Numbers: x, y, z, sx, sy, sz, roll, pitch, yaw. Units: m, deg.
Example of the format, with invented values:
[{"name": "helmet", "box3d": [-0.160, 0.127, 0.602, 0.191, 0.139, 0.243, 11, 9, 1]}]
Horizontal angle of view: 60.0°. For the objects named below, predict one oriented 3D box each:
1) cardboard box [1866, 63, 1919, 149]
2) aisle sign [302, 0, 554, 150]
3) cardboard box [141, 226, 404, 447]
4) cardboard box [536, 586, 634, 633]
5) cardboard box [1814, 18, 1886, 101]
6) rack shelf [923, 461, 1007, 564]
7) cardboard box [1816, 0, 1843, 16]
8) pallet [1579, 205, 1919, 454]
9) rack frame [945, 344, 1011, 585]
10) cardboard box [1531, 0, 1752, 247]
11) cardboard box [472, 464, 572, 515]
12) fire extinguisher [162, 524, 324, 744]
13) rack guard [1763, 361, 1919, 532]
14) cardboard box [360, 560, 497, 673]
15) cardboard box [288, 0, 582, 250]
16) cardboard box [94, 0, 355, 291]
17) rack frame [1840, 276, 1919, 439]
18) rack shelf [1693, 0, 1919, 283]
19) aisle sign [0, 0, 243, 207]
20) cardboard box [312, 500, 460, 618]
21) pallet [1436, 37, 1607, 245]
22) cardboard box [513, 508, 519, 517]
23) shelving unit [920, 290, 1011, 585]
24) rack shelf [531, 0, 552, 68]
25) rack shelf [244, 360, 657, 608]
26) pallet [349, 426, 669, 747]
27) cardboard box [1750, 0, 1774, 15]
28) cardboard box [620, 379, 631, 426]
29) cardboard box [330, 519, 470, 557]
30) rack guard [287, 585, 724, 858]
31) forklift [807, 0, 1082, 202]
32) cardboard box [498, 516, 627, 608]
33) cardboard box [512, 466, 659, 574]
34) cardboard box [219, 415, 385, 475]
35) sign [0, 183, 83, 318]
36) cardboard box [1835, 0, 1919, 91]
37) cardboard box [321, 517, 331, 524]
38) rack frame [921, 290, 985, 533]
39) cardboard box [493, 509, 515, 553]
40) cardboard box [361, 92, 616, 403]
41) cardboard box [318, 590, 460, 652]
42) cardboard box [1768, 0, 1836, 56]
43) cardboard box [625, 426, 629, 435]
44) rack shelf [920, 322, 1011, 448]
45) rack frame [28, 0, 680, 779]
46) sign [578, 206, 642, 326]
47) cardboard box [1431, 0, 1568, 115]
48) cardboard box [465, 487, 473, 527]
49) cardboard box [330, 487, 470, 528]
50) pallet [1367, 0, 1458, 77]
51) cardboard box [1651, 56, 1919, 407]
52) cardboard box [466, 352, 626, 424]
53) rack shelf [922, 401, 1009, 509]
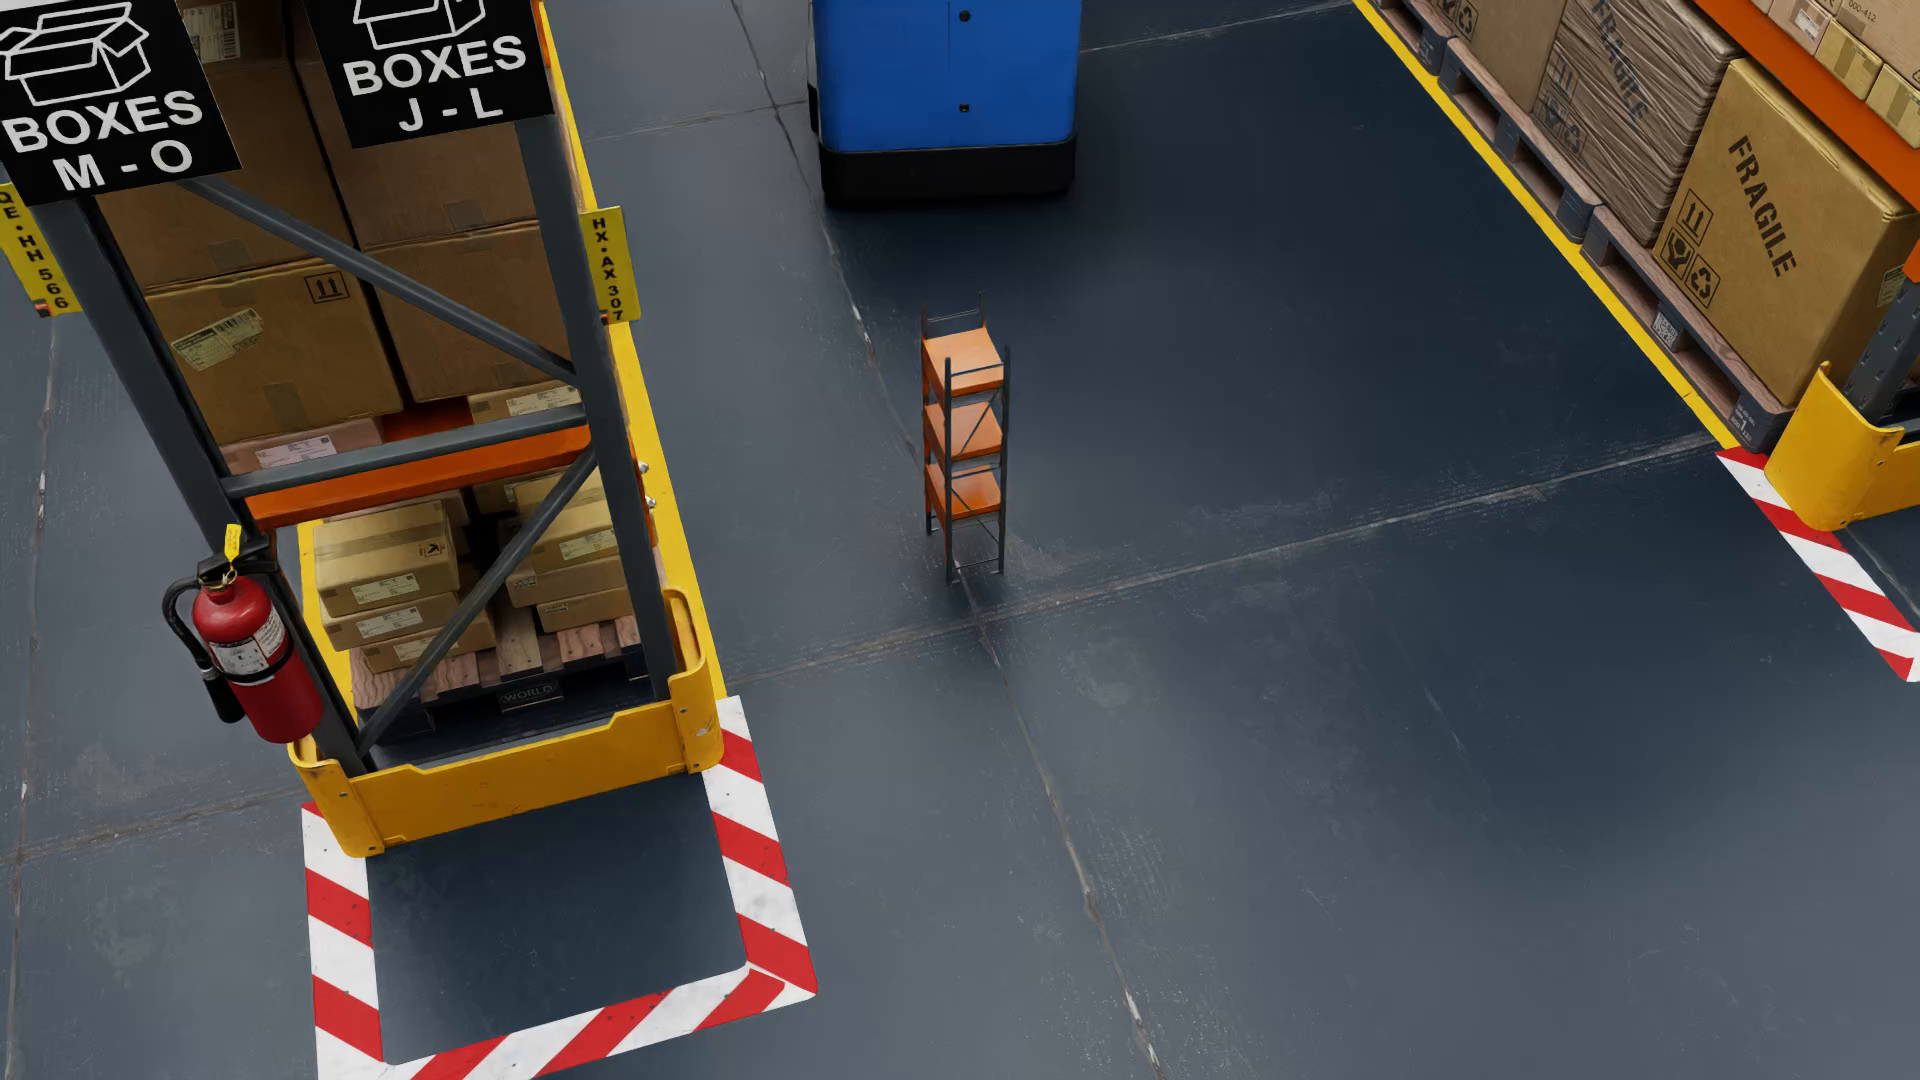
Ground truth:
[{"name": "cardboard box", "box3d": [3.042, -1.362, 5.100, 0.380, 0.149, 0.250, -12, 51, -10]}, {"name": "aisle sign", "box3d": [-0.998, -1.062, 2.983, 0.394, 0.787, 0.004, -13, 51, -11]}, {"name": "cardboard box", "box3d": [-1.685, -0.607, 4.040, 0.500, 0.500, 0.500, -12, 51, -10]}, {"name": "cardboard box", "box3d": [-1.155, 0.119, 5.278, 0.380, 0.149, 0.250, -12, 51, -10]}, {"name": "cardboard box", "box3d": [2.963, -1.551, 5.260, 0.380, 0.149, 0.250, -13, 51, -11]}, {"name": "rack shelf", "box3d": [0.016, -0.113, 5.536, 0.215, 0.259, 0.240, -13, 51, -11]}, {"name": "cardboard box", "box3d": [2.915, -1.969, 5.352, 0.500, 0.250, 0.500, -14, 51, -12]}, {"name": "pallet", "box3d": [3.150, -0.924, 6.391, 1.003, 0.211, 1.213, -13, 51, -11]}, {"name": "rack frame", "box3d": [0.052, -0.210, 5.241, 0.200, 1.050, 0.008, -13, 51, -11]}, {"name": "cardboard box", "box3d": [2.927, -1.821, 6.439, 0.875, 0.875, 0.875, -13, 51, -11]}, {"name": "cardboard box", "box3d": [-1.333, -0.251, 5.201, 0.380, 0.149, 0.250, -12, 51, -10]}, {"name": "fire extinguisher", "box3d": [-1.673, 0.224, 3.894, 0.296, 0.674, 0.183, -13, 51, -11]}, {"name": "rack guard", "box3d": [3.469, -0.434, 5.789, 1.175, 0.500, 0.348, -13, 51, -11]}, {"name": "cardboard box", "box3d": [-1.661, 0.237, 5.178, 0.380, 0.149, 0.250, -13, 51, -10]}, {"name": "cardboard box", "box3d": [-1.185, -1.048, 3.757, 0.500, 0.500, 0.500, -14, 51, -11]}, {"name": "cardboard box", "box3d": [-1.679, -0.938, 3.665, 0.500, 0.500, 0.500, -14, 51, -12]}, {"name": "rack frame", "box3d": [3.462, -1.257, 4.848, 1.000, 3.000, 0.127, -13, 51, -11]}, {"name": "rack shelf", "box3d": [2.870, -2.486, 6.354, 1.077, 0.370, 4.000, -13, 51, -11]}, {"name": "aisle sign", "box3d": [-1.571, -0.926, 2.868, 0.394, 0.787, 0.004, -13, 51, -11]}, {"name": "cardboard box", "box3d": [-1.705, 0.053, 4.944, 0.380, 0.149, 0.250, -13, 51, -11]}, {"name": "pallet", "box3d": [2.793, -1.814, 7.141, 1.003, 0.211, 1.213, -13, 51, -11]}, {"name": "cardboard box", "box3d": [-1.243, -0.175, 5.331, 0.380, 0.149, 0.250, -14, 51, -11]}, {"name": "shelving unit", "box3d": [0.016, -0.299, 5.316, 0.215, 1.050, 0.252, -13, 51, -11]}, {"name": "rack shelf", "box3d": [-1.898, -2.405, 4.324, 1.077, 0.370, 4.000, -13, 51, -11]}, {"name": "rack shelf", "box3d": [-1.898, -1.438, 5.471, 1.077, 0.370, 4.000, -13, 51, -11]}, {"name": "pallet", "box3d": [-1.535, 0.033, 5.584, 1.003, 0.211, 1.213, -13, 51, -11]}, {"name": "cardboard box", "box3d": [2.817, -1.918, 5.569, 0.380, 0.149, 0.250, -13, 51, -10]}, {"name": "cardboard box", "box3d": [-1.285, -0.464, 5.380, 0.380, 0.149, 0.250, -13, 51, -11]}, {"name": "cardboard box", "box3d": [-1.761, -0.046, 5.222, 0.380, 0.149, 0.250, -14, 51, -12]}, {"name": "rack guard", "box3d": [-1.329, 0.541, 4.967, 1.175, 0.500, 0.348, -13, 51, -11]}, {"name": "forklift", "box3d": [-0.149, -3.465, 6.754, 1.130, 2.935, 3.031, -3, 50, -3]}, {"name": "cardboard box", "box3d": [-1.216, 0.038, 5.152, 0.380, 0.149, 0.250, -11, 51, -9]}, {"name": "cardboard box", "box3d": [-1.137, -0.077, 5.054, 0.380, 0.149, 0.250, -15, 52, -13]}, {"name": "cardboard box", "box3d": [-1.673, -0.302, 4.207, 0.380, 0.149, 0.250, -13, 51, -11]}, {"name": "sign", "box3d": [-1.842, -0.573, 3.307, 0.100, 0.325, 0.005, -13, 51, -11]}, {"name": "cardboard box", "box3d": [3.065, -1.598, 5.039, 0.500, 0.250, 0.500, -14, 51, -12]}, {"name": "cardboard box", "box3d": [-1.890, -0.222, 5.370, 0.380, 0.149, 0.250, -15, 52, -12]}, {"name": "rack frame", "box3d": [-0.020, -0.388, 5.391, 0.200, 1.050, 0.008, -13, 51, -11]}, {"name": "cardboard box", "box3d": [-1.311, -0.053, 5.423, 0.380, 0.149, 0.250, -13, 51, -11]}, {"name": "cardboard box", "box3d": [-1.175, -0.728, 4.142, 0.500, 0.500, 0.500, -11, 51, -9]}, {"name": "cardboard box", "box3d": [-1.735, 0.157, 5.051, 0.380, 0.149, 0.250, -15, 51, -12]}, {"name": "cardboard box", "box3d": [2.890, -1.736, 5.415, 0.380, 0.149, 0.250, -13, 51, -11]}, {"name": "cardboard box", "box3d": [-1.362, -0.445, 5.753, 0.380, 0.149, 0.250, -13, 51, -11]}, {"name": "rack shelf", "box3d": [0.016, -0.475, 5.107, 0.215, 0.259, 0.240, -13, 51, -11]}, {"name": "rack frame", "box3d": [-1.306, -0.209, 3.964, 1.000, 3.000, 0.127, -13, 51, -11]}, {"name": "sign", "box3d": [-0.788, -0.611, 3.737, 0.100, 0.325, 0.005, -13, 51, -11]}, {"name": "cardboard box", "box3d": [2.664, -2.471, 6.987, 0.875, 0.875, 0.875, -13, 51, -11]}, {"name": "cardboard box", "box3d": [-1.830, -0.140, 5.496, 0.380, 0.149, 0.250, -14, 51, -11]}, {"name": "cardboard box", "box3d": [-1.724, -0.143, 5.110, 0.380, 0.149, 0.250, -12, 51, -10]}, {"name": "pallet", "box3d": [2.429, -2.706, 7.894, 1.003, 0.211, 1.213, -13, 51, -11]}, {"name": "cardboard box", "box3d": [3.196, -1.157, 5.878, 0.875, 0.875, 0.875, -13, 51, -11]}, {"name": "cardboard box", "box3d": [-1.089, -0.439, 4.322, 0.380, 0.149, 0.250, -14, 51, -11]}, {"name": "rack shelf", "box3d": [0.016, -0.292, 5.324, 0.215, 0.259, 0.240, -13, 51, -11]}]
